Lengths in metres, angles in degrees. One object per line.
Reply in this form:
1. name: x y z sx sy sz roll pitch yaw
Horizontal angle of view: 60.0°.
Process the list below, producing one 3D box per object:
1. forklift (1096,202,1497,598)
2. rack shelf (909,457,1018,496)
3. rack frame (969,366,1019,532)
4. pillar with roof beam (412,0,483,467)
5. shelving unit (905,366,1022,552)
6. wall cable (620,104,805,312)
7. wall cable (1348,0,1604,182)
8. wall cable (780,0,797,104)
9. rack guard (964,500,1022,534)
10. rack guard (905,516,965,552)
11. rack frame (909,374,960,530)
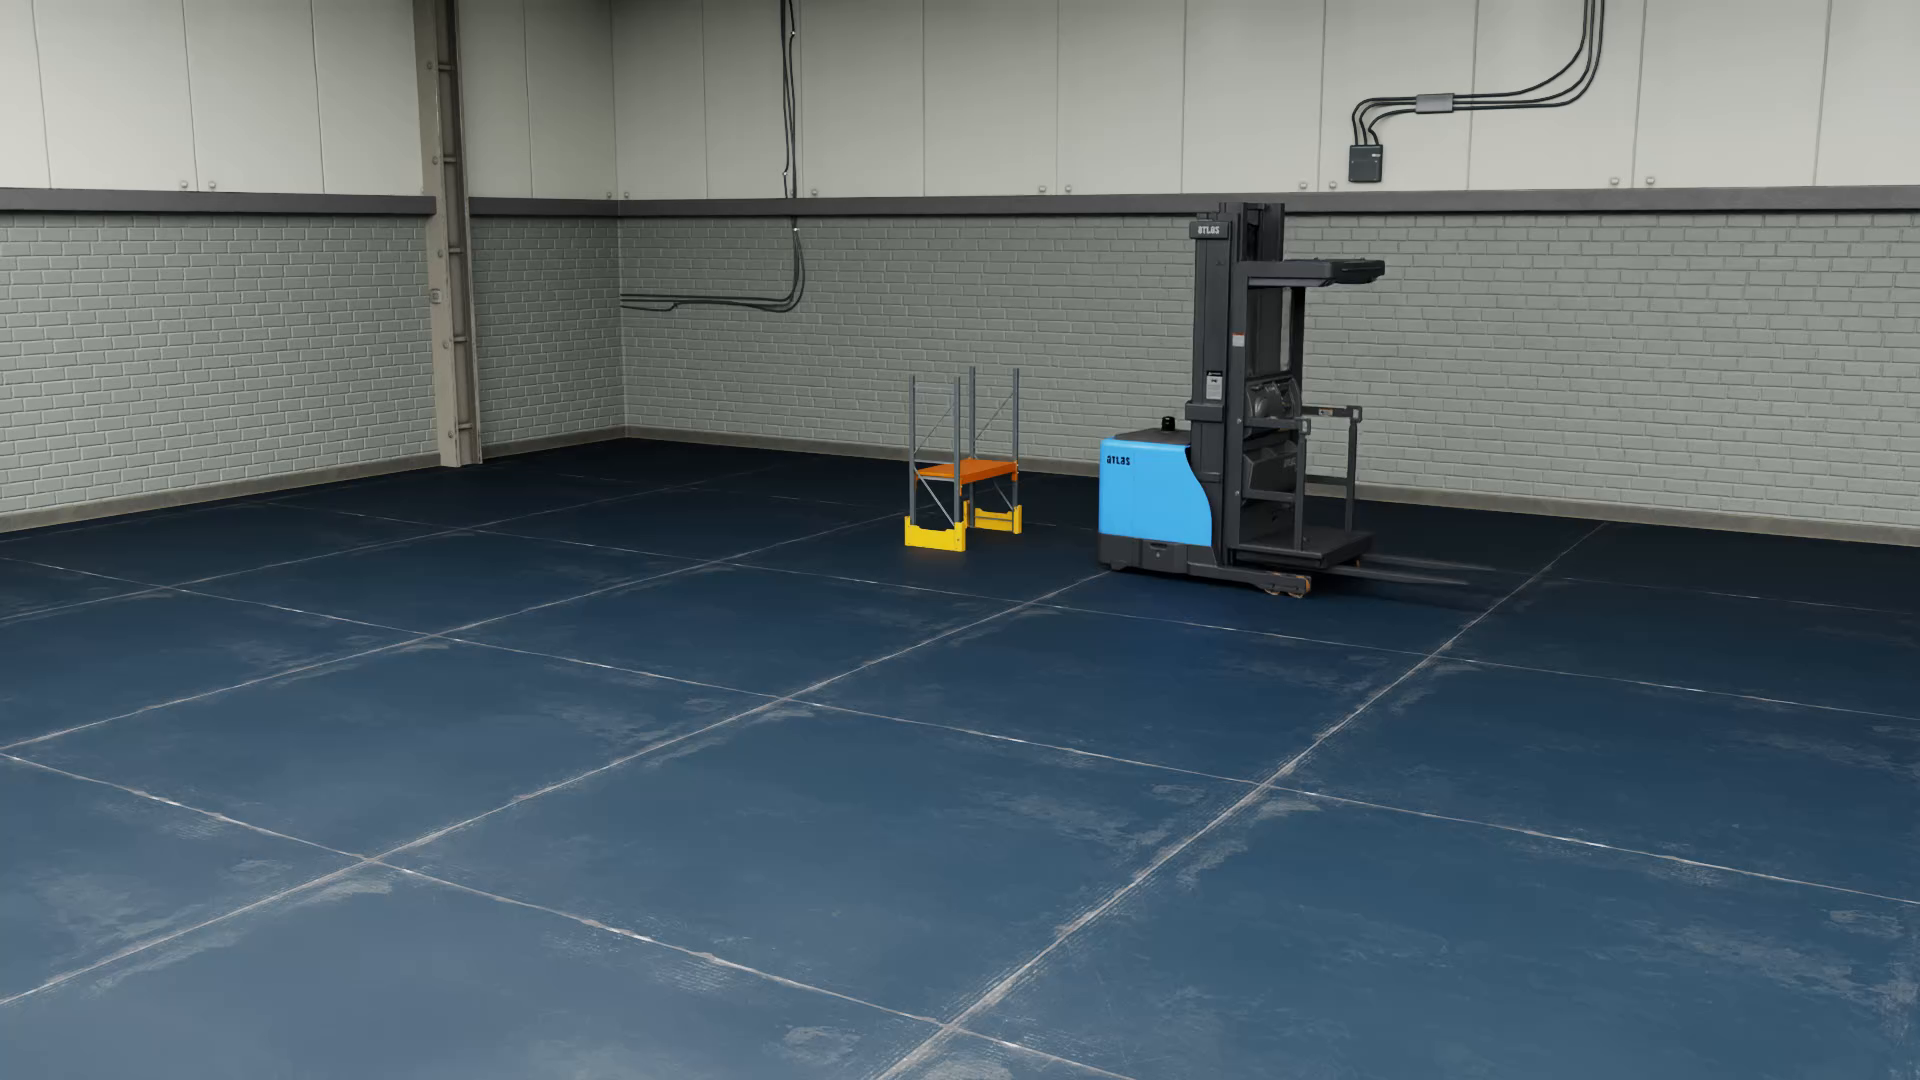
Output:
1. forklift: 2.612 -1.115 12.858 3.031 2.935 1.130 7 13 34
2. rack shelf: 0.044 -0.574 14.835 0.538 0.185 1.000 6 12 31
3. rack frame: 0.308 -0.831 15.229 0.500 1.500 0.032 6 12 31
4. pillar with roof beam: -2.216 -4.906 16.622 9.100 9.000 0.400 6 12 31
5. shelving unit: 0.040 -0.749 14.795 0.587 1.500 1.083 6 12 31
6. wall cable: -3.235 -4.128 20.905 3.097 2.526 0.112 6 12 31
7. wall cable: 4.870 -6.417 15.448 2.305 6.003 0.169 6 12 31
8. wall cable: -0.923 -6.352 19.059 3.097 2.526 0.112 6 12 31
9. rack guard: 0.298 -0.213 15.328 0.587 0.250 0.087 6 12 31
10. rack guard: -0.219 -0.057 14.491 0.587 0.250 0.087 6 12 31
11. rack frame: -0.220 -0.671 14.375 0.500 1.500 0.032 6 12 31
